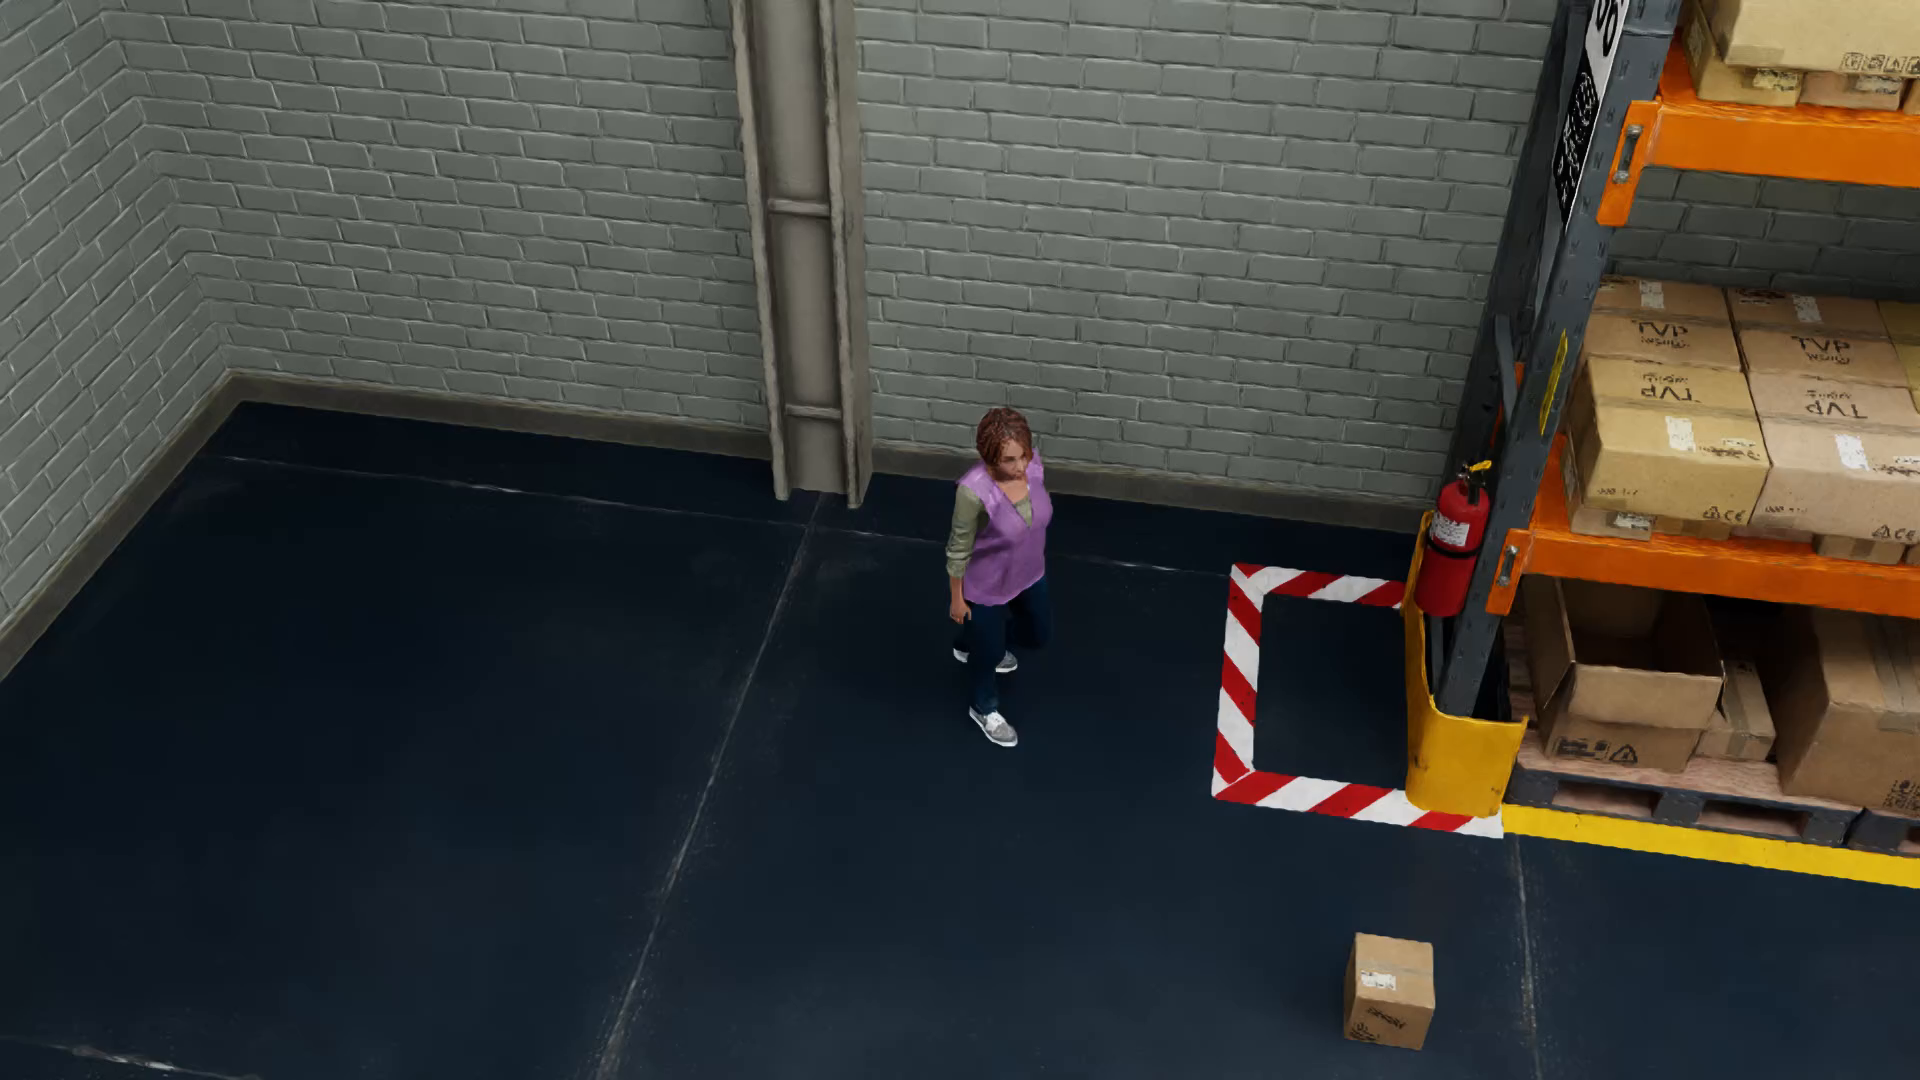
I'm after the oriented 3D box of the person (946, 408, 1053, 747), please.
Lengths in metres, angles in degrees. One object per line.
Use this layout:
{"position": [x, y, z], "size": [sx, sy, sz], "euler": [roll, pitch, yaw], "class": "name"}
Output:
{"position": [0.100, 0.103, 6.043], "size": [0.469, 1.591, 0.487], "euler": [-31, 50, -31], "class": "person"}
